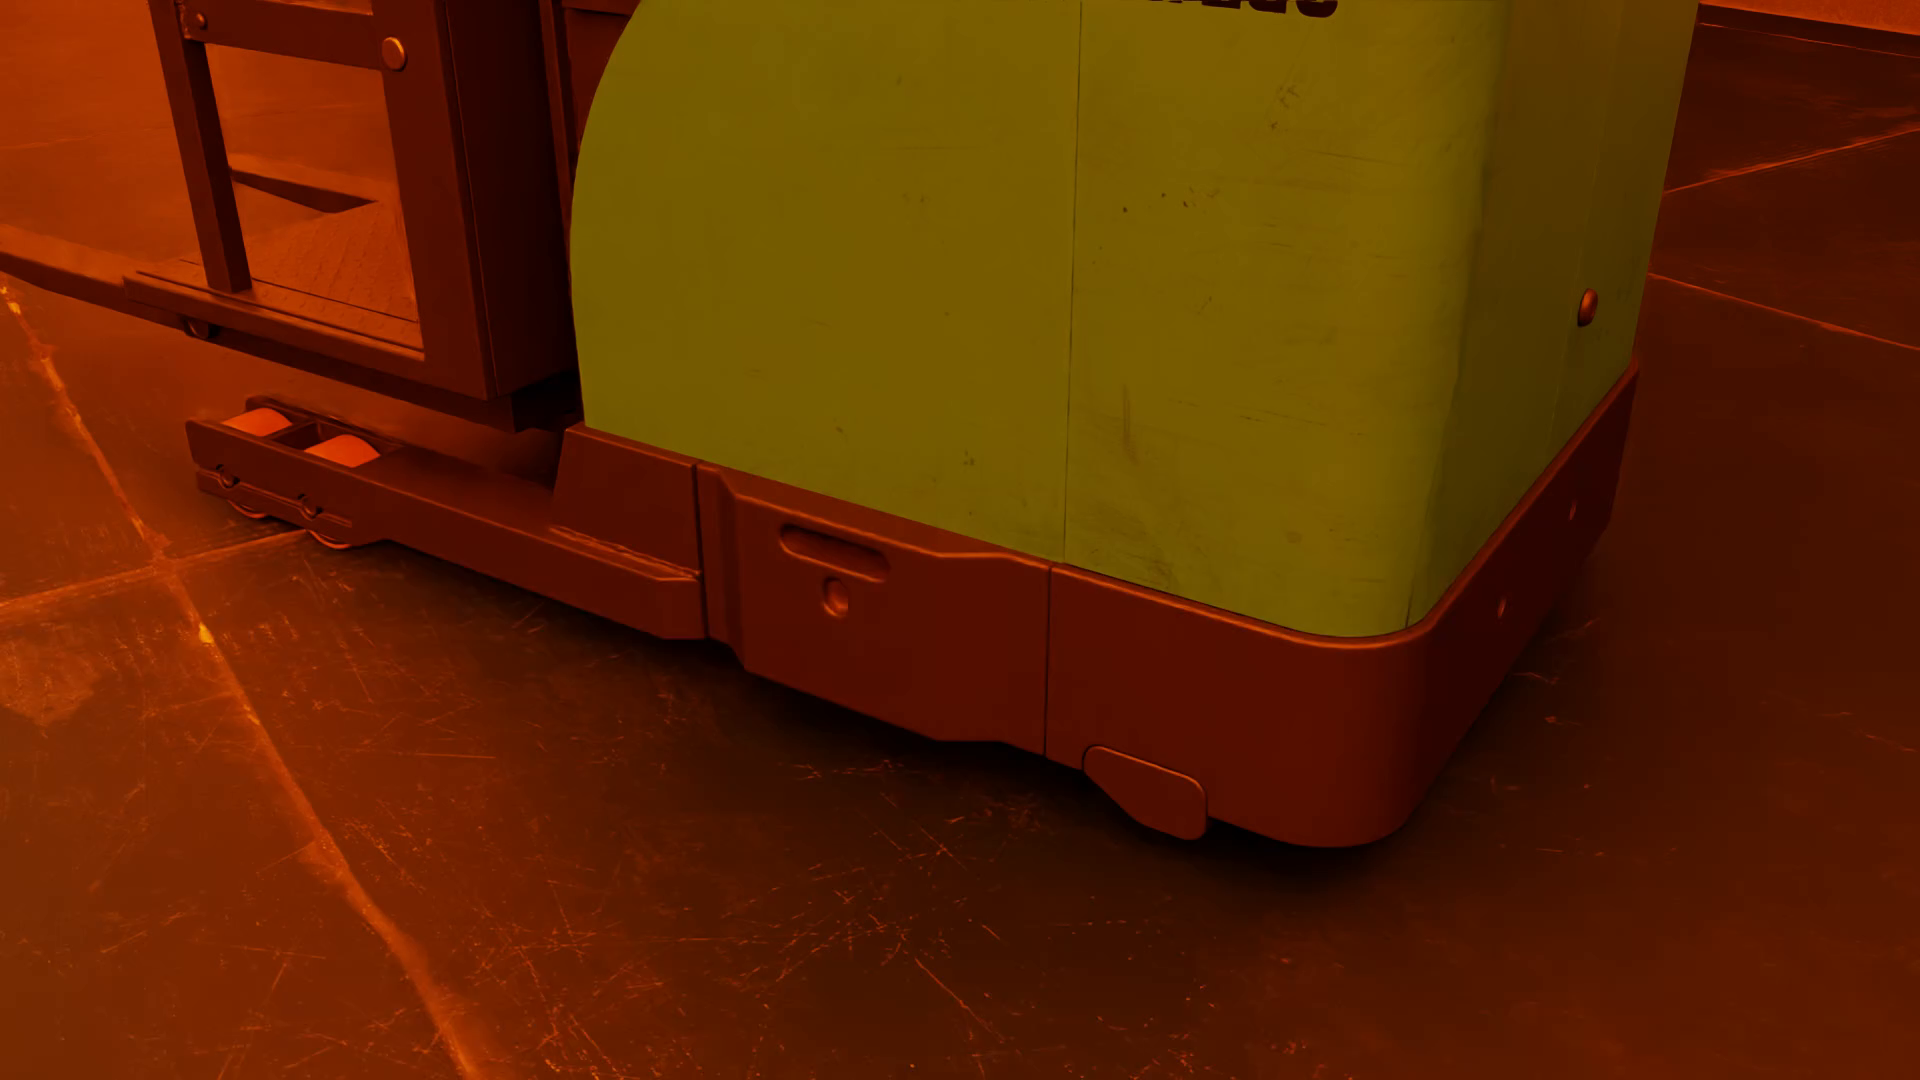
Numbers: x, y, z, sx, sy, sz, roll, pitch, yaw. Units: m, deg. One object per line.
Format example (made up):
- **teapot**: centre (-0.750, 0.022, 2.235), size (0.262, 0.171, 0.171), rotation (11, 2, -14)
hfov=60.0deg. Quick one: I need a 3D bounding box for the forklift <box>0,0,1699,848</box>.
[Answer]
- **forklift**: centre (-0.574, -1.477, 2.175), size (3.031, 2.935, 1.130), rotation (16, 31, 29)
